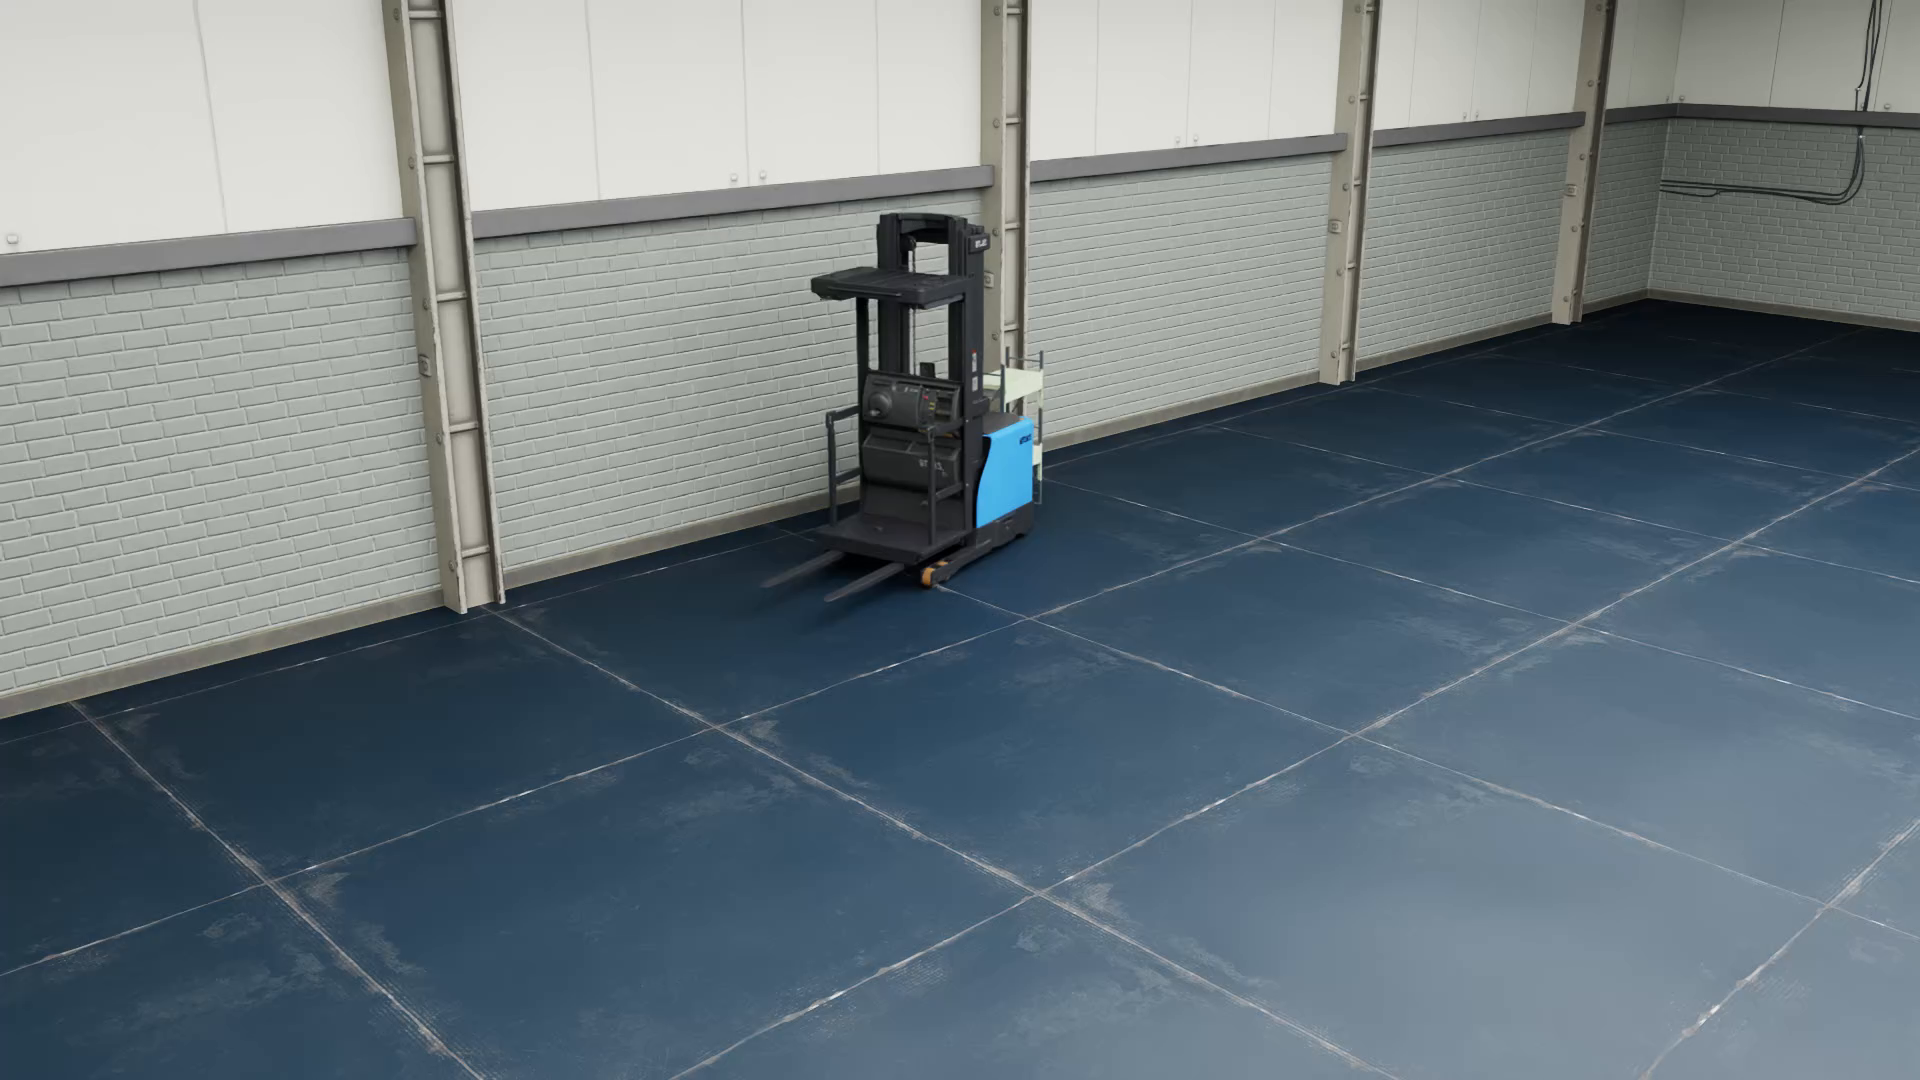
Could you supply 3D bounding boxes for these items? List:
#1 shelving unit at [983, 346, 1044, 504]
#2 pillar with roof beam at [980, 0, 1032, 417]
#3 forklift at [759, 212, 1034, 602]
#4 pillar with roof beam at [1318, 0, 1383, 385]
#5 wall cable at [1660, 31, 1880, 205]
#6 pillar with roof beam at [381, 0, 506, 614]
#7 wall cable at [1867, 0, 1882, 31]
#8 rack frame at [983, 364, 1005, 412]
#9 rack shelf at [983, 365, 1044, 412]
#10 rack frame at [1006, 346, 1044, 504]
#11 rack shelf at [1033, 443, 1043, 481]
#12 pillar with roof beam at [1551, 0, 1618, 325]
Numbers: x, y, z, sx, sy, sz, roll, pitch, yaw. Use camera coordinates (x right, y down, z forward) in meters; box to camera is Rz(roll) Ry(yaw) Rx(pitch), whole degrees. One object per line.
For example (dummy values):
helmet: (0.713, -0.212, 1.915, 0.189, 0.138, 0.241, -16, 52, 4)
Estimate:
shelving unit: (0.421, -0.995, 15.621, 0.431, 1.500, 0.755, 11, 21, 29)
pillar with roof beam: (3.402, -4.076, 12.967, 0.400, 9.000, 9.100, -16, 24, -41)
forklift: (-0.519, -1.162, 13.816, 1.130, 2.935, 3.031, 11, 21, 29)
pillar with roof beam: (7.762, -5.348, 16.888, 0.400, 9.000, 9.100, -16, 24, -41)
wall cable: (12.213, -6.435, 25.275, 0.112, 2.526, 3.097, -16, 24, -41)
pillar with roof beam: (-0.957, -2.805, 9.046, 0.400, 9.000, 9.100, -16, 24, -41)
wall cable: (14.072, -8.231, 22.627, 0.112, 2.526, 3.097, -16, 24, -41)
rack frame: (0.232, -0.898, 15.323, 0.400, 1.500, 0.023, 11, 21, 29)
rack shelf: (0.421, -1.366, 15.501, 0.431, 0.370, 0.720, 11, 21, 29)
rack frame: (0.610, -1.092, 15.920, 0.400, 1.500, 0.023, 11, 21, 29)
rack shelf: (0.421, -0.685, 15.722, 0.431, 0.370, 0.720, 11, 21, 29)
pillar with roof beam: (12.122, -6.619, 20.809, 0.400, 9.000, 9.100, -16, 24, -41)
